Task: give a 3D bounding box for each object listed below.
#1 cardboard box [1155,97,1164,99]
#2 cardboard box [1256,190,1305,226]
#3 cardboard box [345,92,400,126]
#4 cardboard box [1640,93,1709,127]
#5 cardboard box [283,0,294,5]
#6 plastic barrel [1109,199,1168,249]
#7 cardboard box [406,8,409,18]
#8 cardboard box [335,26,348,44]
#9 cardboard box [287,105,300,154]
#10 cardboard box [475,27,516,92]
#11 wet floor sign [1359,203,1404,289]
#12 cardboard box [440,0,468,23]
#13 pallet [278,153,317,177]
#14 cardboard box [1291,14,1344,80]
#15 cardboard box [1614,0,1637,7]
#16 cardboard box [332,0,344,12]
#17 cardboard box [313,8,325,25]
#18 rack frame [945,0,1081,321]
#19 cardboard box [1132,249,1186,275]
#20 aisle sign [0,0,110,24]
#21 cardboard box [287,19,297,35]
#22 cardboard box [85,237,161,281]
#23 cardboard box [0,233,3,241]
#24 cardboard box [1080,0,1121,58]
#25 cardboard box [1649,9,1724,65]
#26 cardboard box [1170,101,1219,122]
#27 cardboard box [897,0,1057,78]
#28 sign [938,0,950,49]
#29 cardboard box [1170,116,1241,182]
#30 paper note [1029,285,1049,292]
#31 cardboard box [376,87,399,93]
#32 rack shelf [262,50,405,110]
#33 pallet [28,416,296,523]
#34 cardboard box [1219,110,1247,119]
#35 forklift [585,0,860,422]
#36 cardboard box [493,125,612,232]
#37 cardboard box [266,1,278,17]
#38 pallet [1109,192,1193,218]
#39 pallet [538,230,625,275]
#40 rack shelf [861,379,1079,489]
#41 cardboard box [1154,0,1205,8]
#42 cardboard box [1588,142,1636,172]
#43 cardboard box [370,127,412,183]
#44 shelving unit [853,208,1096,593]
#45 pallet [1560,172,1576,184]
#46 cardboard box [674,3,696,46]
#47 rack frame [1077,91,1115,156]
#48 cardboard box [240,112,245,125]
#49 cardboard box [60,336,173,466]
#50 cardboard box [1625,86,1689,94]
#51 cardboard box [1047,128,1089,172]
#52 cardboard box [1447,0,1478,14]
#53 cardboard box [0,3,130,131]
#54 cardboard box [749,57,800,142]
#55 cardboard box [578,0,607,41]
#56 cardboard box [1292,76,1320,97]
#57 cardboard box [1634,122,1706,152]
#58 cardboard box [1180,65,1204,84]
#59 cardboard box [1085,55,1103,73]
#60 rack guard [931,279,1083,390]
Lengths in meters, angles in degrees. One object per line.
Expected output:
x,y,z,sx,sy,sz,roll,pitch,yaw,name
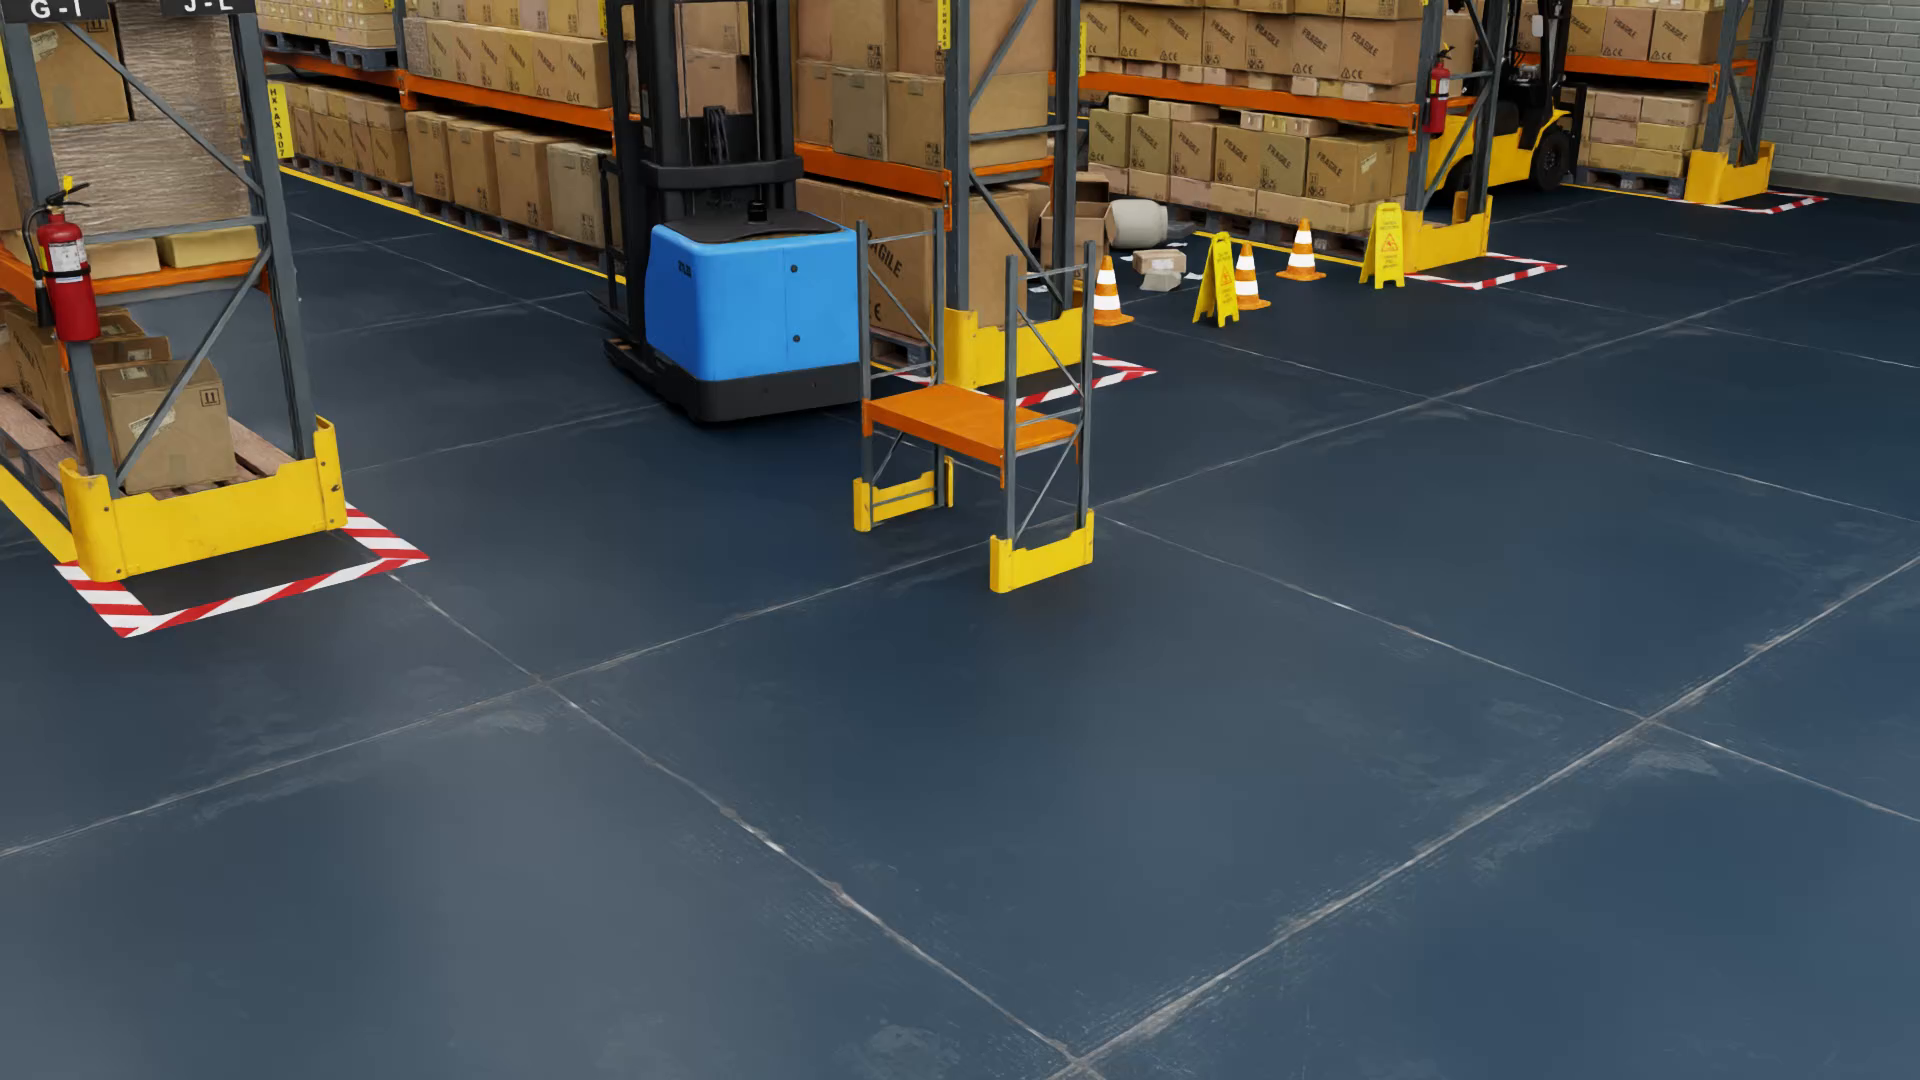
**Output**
2.946,-6.026,21.937,0.875,0.625,0.625,-16,27,-36,cardboard box
2.950,-2.939,14.568,0.500,0.250,0.500,-17,27,-37,cardboard box
-5.876,-4.367,16.845,0.500,0.250,0.500,-17,27,-37,cardboard box
7.234,-4.336,16.764,0.500,0.250,0.500,-16,27,-36,cardboard box
-6.750,-5.608,17.143,0.380,0.149,0.250,-16,27,-36,cardboard box
1.518,-2.730,14.373,0.512,0.421,0.421,0,21,-1,plastic barrel
-5.411,-5.269,16.684,0.380,0.149,0.250,-19,28,-39,cardboard box
-5.892,-4.968,16.325,0.380,0.149,0.250,-17,27,-37,cardboard box
-7.222,-4.593,18.448,0.500,0.500,0.500,-16,27,-35,cardboard box
-3.818,-4.164,14.365,0.500,0.500,0.500,-18,28,-38,cardboard box
3.327,-2.316,13.011,0.267,0.644,0.232,-8,23,-19,wet floor sign
-4.276,-4.969,15.050,0.700,0.500,0.500,-18,28,-38,cardboard box
-6.994,-4.315,18.712,1.003,0.211,1.213,-17,27,-37,pallet
3.127,-4.128,13.865,0.500,0.500,0.500,-17,27,-37,cardboard box
6.867,-5.500,16.888,0.380,0.149,0.250,-18,27,-38,cardboard box
-5.893,-5.247,16.221,0.380,0.149,0.250,-16,27,-36,cardboard box
-6.233,-5.252,16.642,0.380,0.149,0.250,-18,27,-38,cardboard box
0.329,-2.513,10.287,1.000,3.000,0.127,-17,27,-37,rack frame
1.628,-2.273,13.583,0.380,0.149,0.250,-4,22,-10,cardboard box
-3.681,-2.482,6.643,0.394,0.787,0.004,-17,27,-37,aisle sign
-6.739,-5.329,17.245,0.380,0.149,0.250,-18,28,-38,cardboard box
-3.837,-1.273,7.465,0.380,0.149,0.250,-17,27,-37,cardboard box
-4.665,-1.614,8.336,0.380,0.149,0.250,-17,27,-37,cardboard box
1.478,-4.821,15.636,0.500,0.500,0.500,-18,27,-38,cardboard box
7.251,-5.022,16.555,0.500,0.500,0.500,-18,28,-39,cardboard box
2.134,-3.899,15.103,0.380,0.149,0.250,-16,26,-34,cardboard box
0.116,-3.197,10.348,0.875,0.550,0.550,-17,27,-37,cardboard box
-0.091,-3.037,9.712,0.100,0.325,0.005,-17,27,-37,sign
2.278,-3.573,15.159,0.500,0.500,0.500,-16,26,-35,cardboard box
0.619,-1.955,12.937,0.144,0.017,0.142,-8,23,-19,paper note
-5.804,-4.632,17.520,0.500,0.250,0.500,-17,27,-37,cardboard box
-6.198,-4.941,17.472,1.077,0.370,4.000,-17,27,-37,rack shelf
-4.047,-0.315,8.500,1.003,0.211,1.213,-17,27,-37,pallet
2.659,-3.708,15.505,0.500,0.500,0.500,-16,26,-35,cardboard box
-1.695,-2.536,10.439,1.130,2.935,3.031,-11,24,-26,forklift
-3.382,-3.183,14.508,1.050,0.750,0.750,-17,27,-37,cardboard box
-7.085,-5.613,17.562,0.380,0.149,0.250,-19,28,-40,cardboard box
1.868,-3.349,16.244,1.003,0.211,1.213,-17,27,-37,pallet
-2.842,-2.515,14.115,1.003,0.211,1.213,-17,27,-37,pallet
0.056,-0.507,7.716,0.538,0.185,1.000,-17,27,-37,rack shelf
2.149,-5.010,14.747,0.700,0.500,0.500,-18,28,-39,cardboard box
6.908,-4.011,17.307,0.500,0.250,0.500,-17,27,-37,cardboard box
-5.520,-3.874,16.614,0.500,0.500,0.500,-18,27,-38,cardboard box
0.050,-0.677,7.657,0.587,1.500,1.083,-17,27,-37,shelving unit
6.448,-4.142,18.269,1.003,0.211,1.213,-17,27,-37,pallet
-1.620,-3.956,12.285,0.875,0.550,0.550,-17,27,-37,cardboard box
1.402,-4.824,16.188,1.000,3.000,0.127,-17,27,-37,rack frame
-8.136,-4.918,19.353,0.380,0.149,0.250,-19,28,-40,cardboard box
-4.305,-0.725,8.574,0.500,0.500,0.500,-10,23,-24,cardboard box
7.272,-4.598,17.433,0.500,0.250,0.500,-17,27,-37,cardboard box
1.058,-3.941,16.959,0.950,0.372,0.625,-17,27,-37,cardboard box
5.605,-5.729,18.360,0.500,0.500,0.500,-17,27,-37,cardboard box
-4.040,-2.104,7.326,0.500,0.500,0.500,-17,27,-37,cardboard box
-0.970,-3.142,11.688,0.875,0.550,0.500,-17,27,-37,cardboard box
-2.610,-4.266,13.254,0.700,0.500,0.500,-18,28,-38,cardboard box
3.016,-3.838,14.014,0.380,0.149,0.250,-17,27,-37,cardboard box
7.217,-4.110,16.873,0.500,0.250,0.500,-18,28,-38,cardboard box
2.193,-4.188,14.909,0.380,0.149,0.250,-17,27,-37,cardboard box
1.365,-4.544,15.817,0.380,0.149,0.250,-18,27,-38,cardboard box
0.345,-1.342,10.725,1.175,0.500,0.348,-17,27,-37,rack guard
